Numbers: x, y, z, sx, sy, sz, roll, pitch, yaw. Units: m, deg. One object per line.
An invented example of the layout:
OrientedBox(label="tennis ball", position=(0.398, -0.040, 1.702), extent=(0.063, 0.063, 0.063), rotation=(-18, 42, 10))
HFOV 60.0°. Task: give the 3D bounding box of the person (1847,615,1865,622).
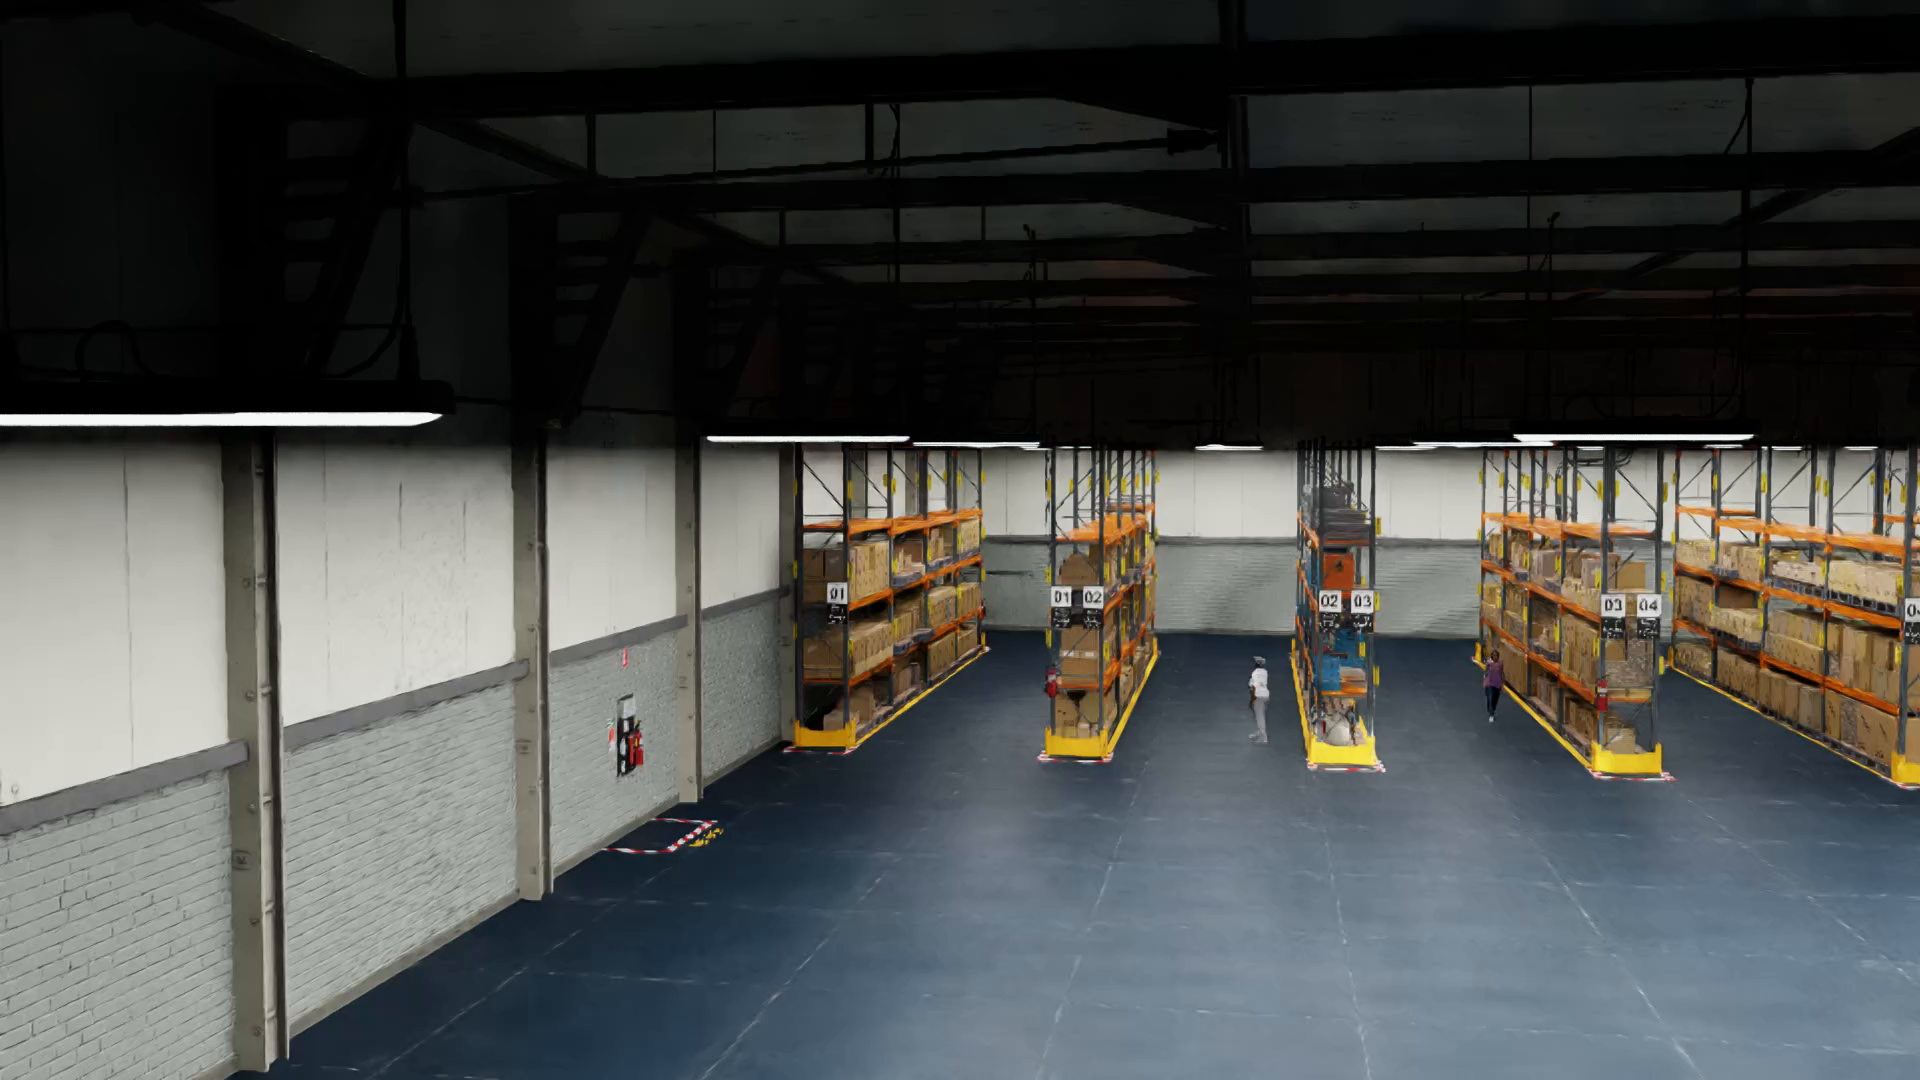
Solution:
OrientedBox(label="person", position=(25.845, 2.310, 47.886), extent=(0.574, 1.775, 0.569), rotation=(-3, 4, -44))

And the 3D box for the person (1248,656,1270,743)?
OrientedBox(label="person", position=(5.882, 3.139, 32.802), extent=(0.529, 1.667, 0.575), rotation=(3, 4, 42))

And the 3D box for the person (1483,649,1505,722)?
OrientedBox(label="person", position=(11.394, 3.073, 35.440), extent=(0.413, 1.517, 1.041), rotation=(0, 3, 8))
